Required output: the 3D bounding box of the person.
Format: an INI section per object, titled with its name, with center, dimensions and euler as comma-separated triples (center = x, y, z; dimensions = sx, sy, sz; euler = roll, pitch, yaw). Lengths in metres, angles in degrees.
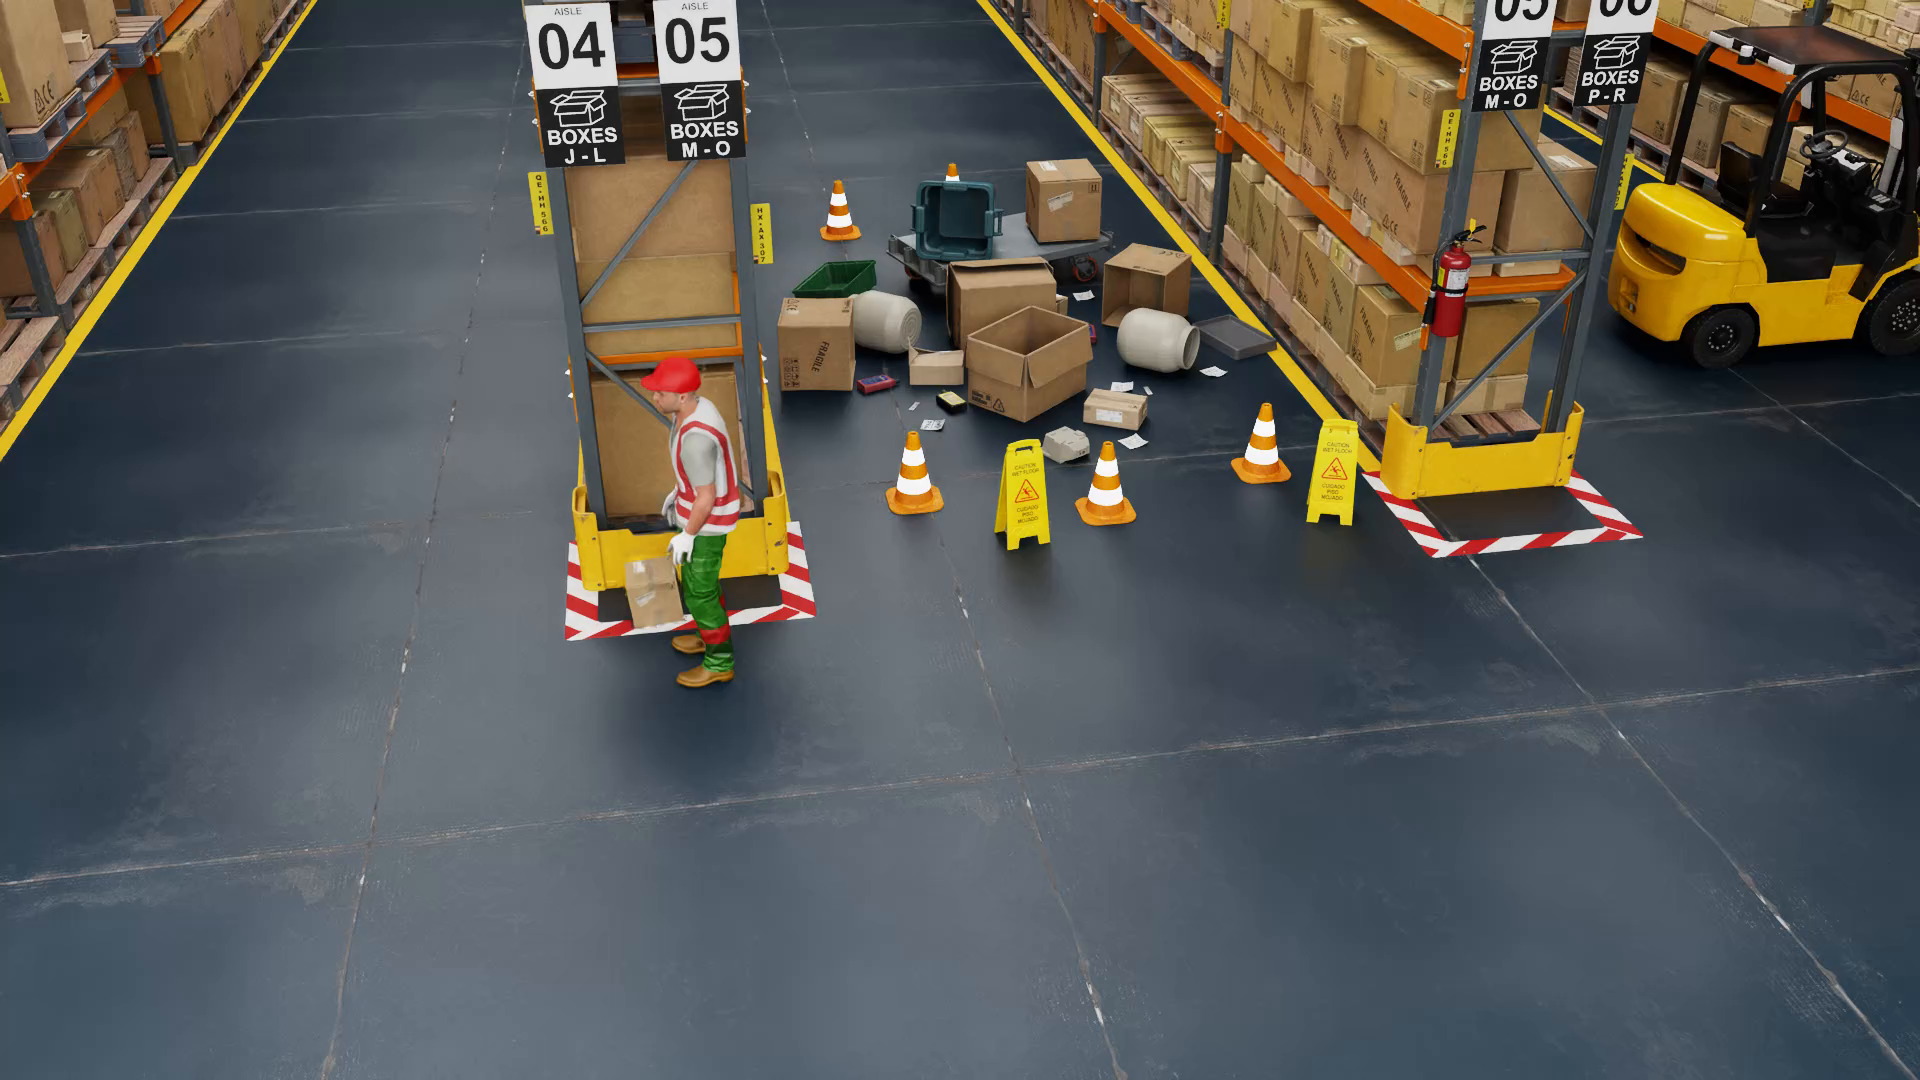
[person]
center = -1.306, -0.100, 8.289
dimensions = 0.416, 1.785, 0.553
euler = -6, 31, -10
